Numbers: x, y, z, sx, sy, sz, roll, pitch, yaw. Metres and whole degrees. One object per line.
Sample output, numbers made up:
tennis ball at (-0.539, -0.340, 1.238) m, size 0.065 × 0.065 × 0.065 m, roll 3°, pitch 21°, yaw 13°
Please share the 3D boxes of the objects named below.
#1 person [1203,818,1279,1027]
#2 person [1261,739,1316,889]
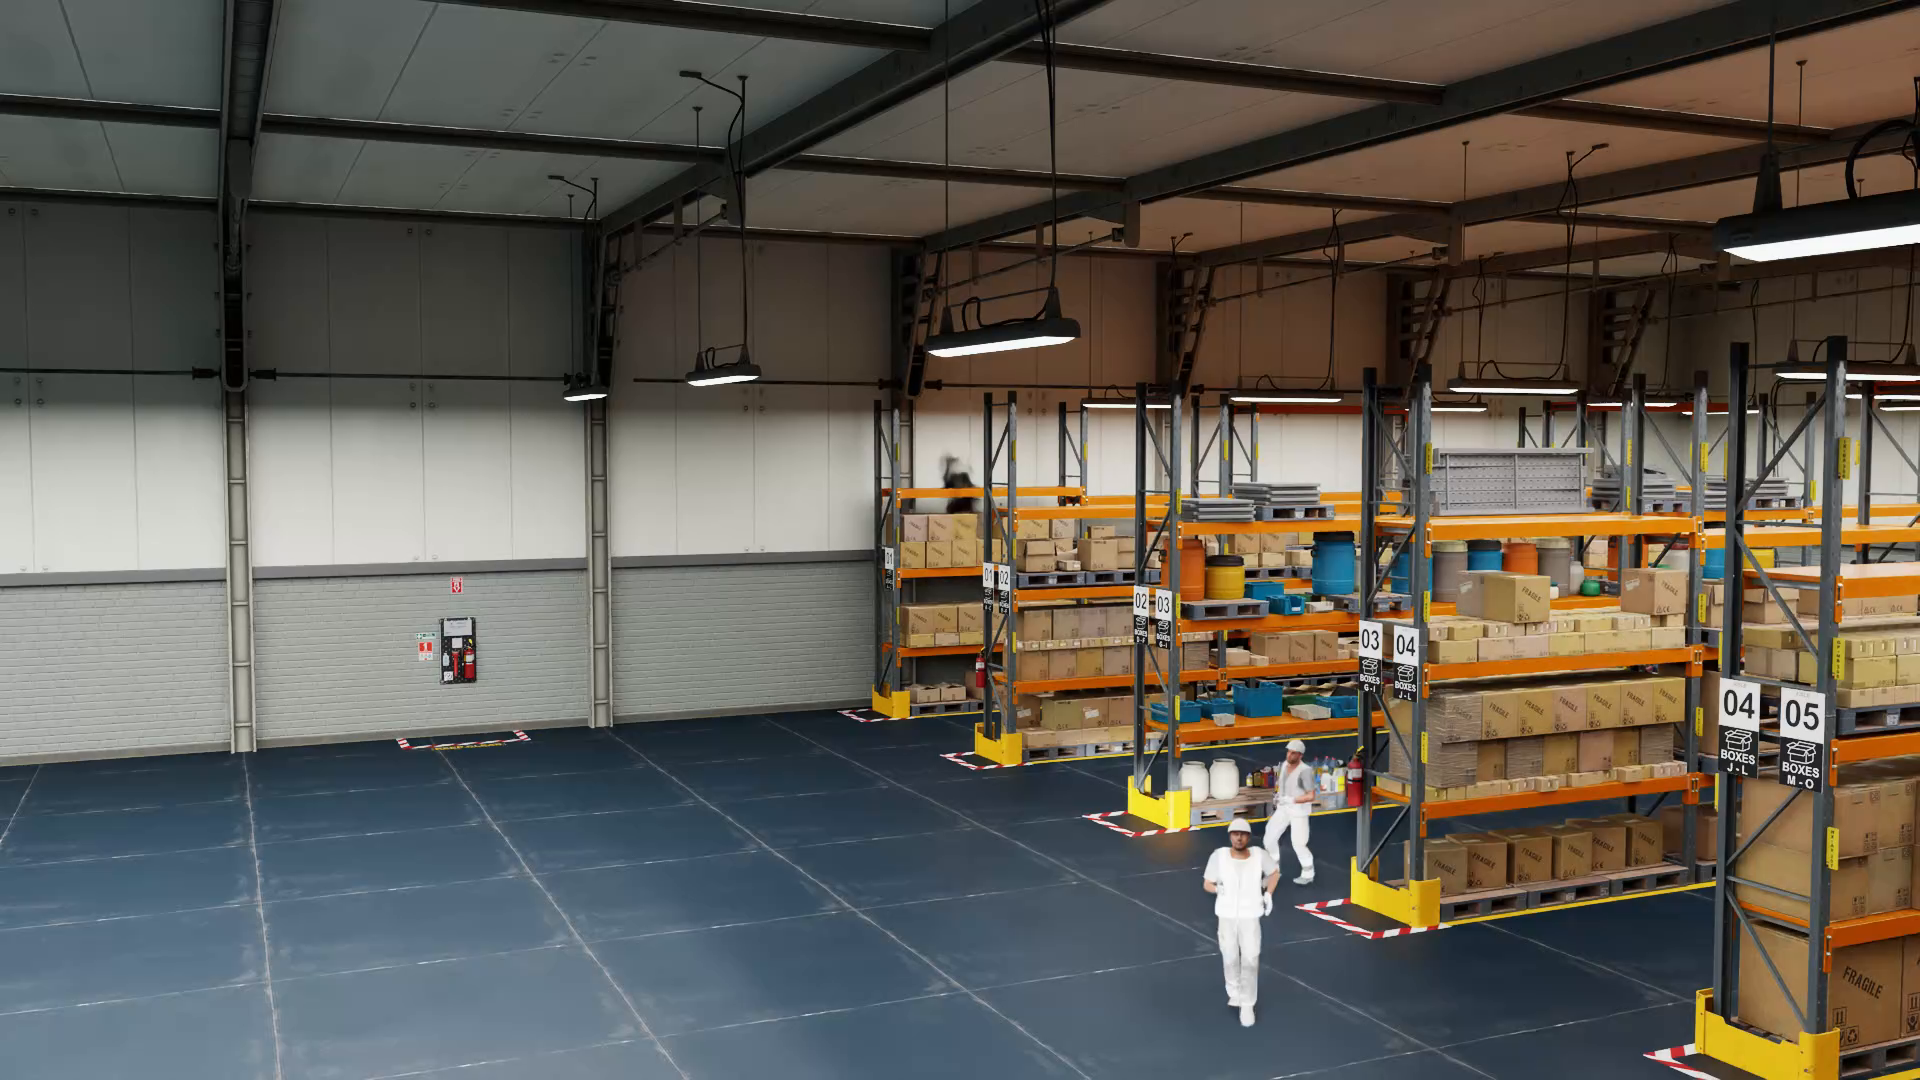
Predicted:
person at (2.504, 3.409, 14.893) m, size 0.654 × 1.829 × 0.707 m, roll 1°, pitch 3°, yaw 15°
person at (3.835, 3.170, 19.172) m, size 0.779 × 1.797 × 0.689 m, roll -3°, pitch 4°, yaw -37°
